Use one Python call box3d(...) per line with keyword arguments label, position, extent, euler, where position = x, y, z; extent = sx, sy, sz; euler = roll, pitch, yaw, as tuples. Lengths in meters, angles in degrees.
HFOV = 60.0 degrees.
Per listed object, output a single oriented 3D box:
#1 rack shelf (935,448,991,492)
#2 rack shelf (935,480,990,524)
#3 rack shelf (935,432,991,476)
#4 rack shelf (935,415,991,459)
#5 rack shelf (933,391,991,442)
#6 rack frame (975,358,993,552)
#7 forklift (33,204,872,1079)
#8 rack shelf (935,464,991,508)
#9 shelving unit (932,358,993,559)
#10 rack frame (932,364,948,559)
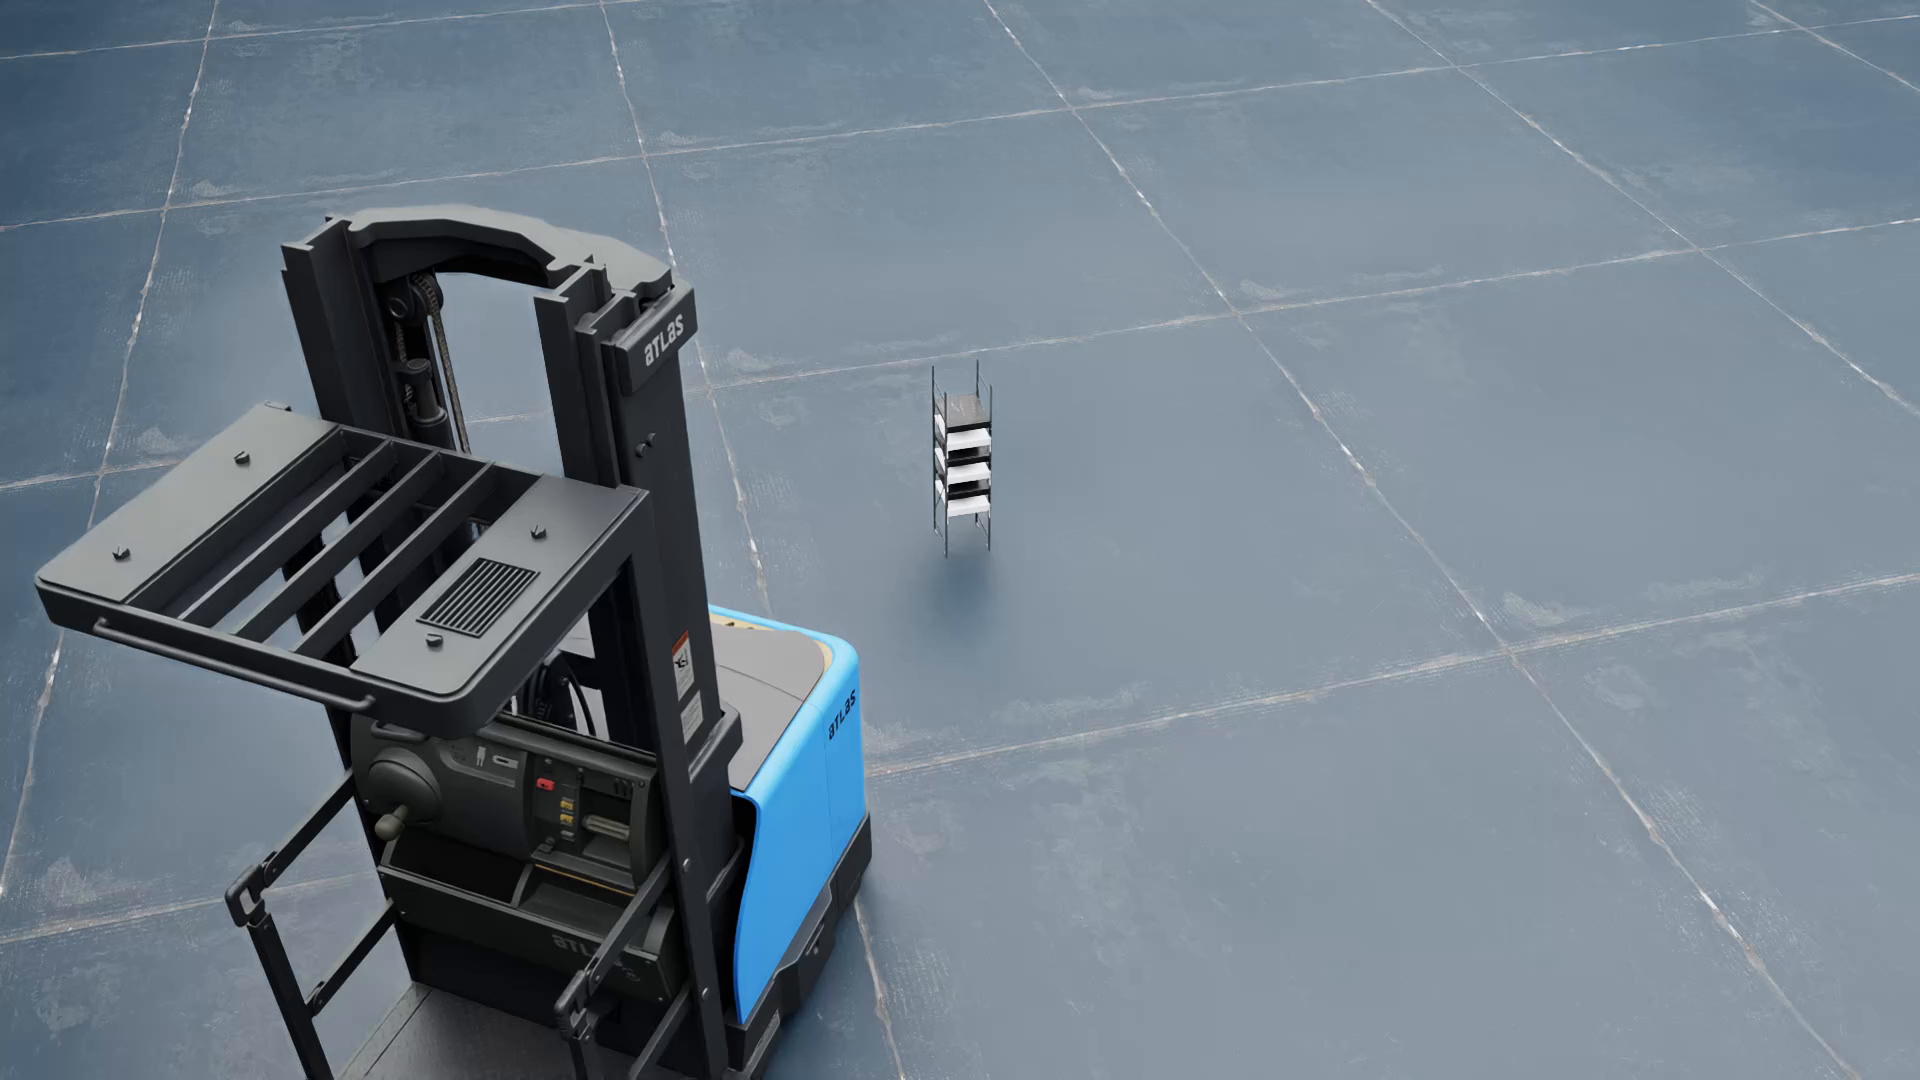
box3d(label="rack shelf", position=(0.008, -0.332, 7.499), extent=(0.200, 0.077, 0.258), euler=(-9, 38, -12))
box3d(label="rack shelf", position=(0.008, -0.189, 7.608), extent=(0.200, 0.077, 0.258), euler=(-9, 38, -12))
box3d(label="rack shelf", position=(0.008, -0.404, 7.444), extent=(0.200, 0.077, 0.258), euler=(-9, 38, -12))
box3d(label="rack shelf", position=(0.008, -0.475, 7.389), extent=(0.200, 0.077, 0.258), euler=(-9, 38, -12))
box3d(label="rack shelf", position=(0.008, -0.547, 7.334), extent=(0.200, 0.077, 0.258), euler=(-9, 38, -12))
box3d(label="rack frame", position=(0.106, -0.375, 7.499), extent=(0.006, 0.900, 0.240), euler=(-9, 38, -12))
box3d(label="forklift", position=(-1.324, 0.759, 4.346), extent=(1.130, 2.935, 3.031), euler=(13, 39, 16))
box3d(label="rack shelf", position=(0.008, -0.261, 7.553), extent=(0.200, 0.077, 0.258), euler=(-9, 38, -12))
box3d(label="shelving unit", position=(0.008, -0.359, 7.478), extent=(0.210, 0.900, 0.258), euler=(-9, 38, -12))
box3d(label="rack frame", position=(-0.090, -0.343, 7.457), extent=(0.006, 0.900, 0.240), euler=(-9, 38, -12))
